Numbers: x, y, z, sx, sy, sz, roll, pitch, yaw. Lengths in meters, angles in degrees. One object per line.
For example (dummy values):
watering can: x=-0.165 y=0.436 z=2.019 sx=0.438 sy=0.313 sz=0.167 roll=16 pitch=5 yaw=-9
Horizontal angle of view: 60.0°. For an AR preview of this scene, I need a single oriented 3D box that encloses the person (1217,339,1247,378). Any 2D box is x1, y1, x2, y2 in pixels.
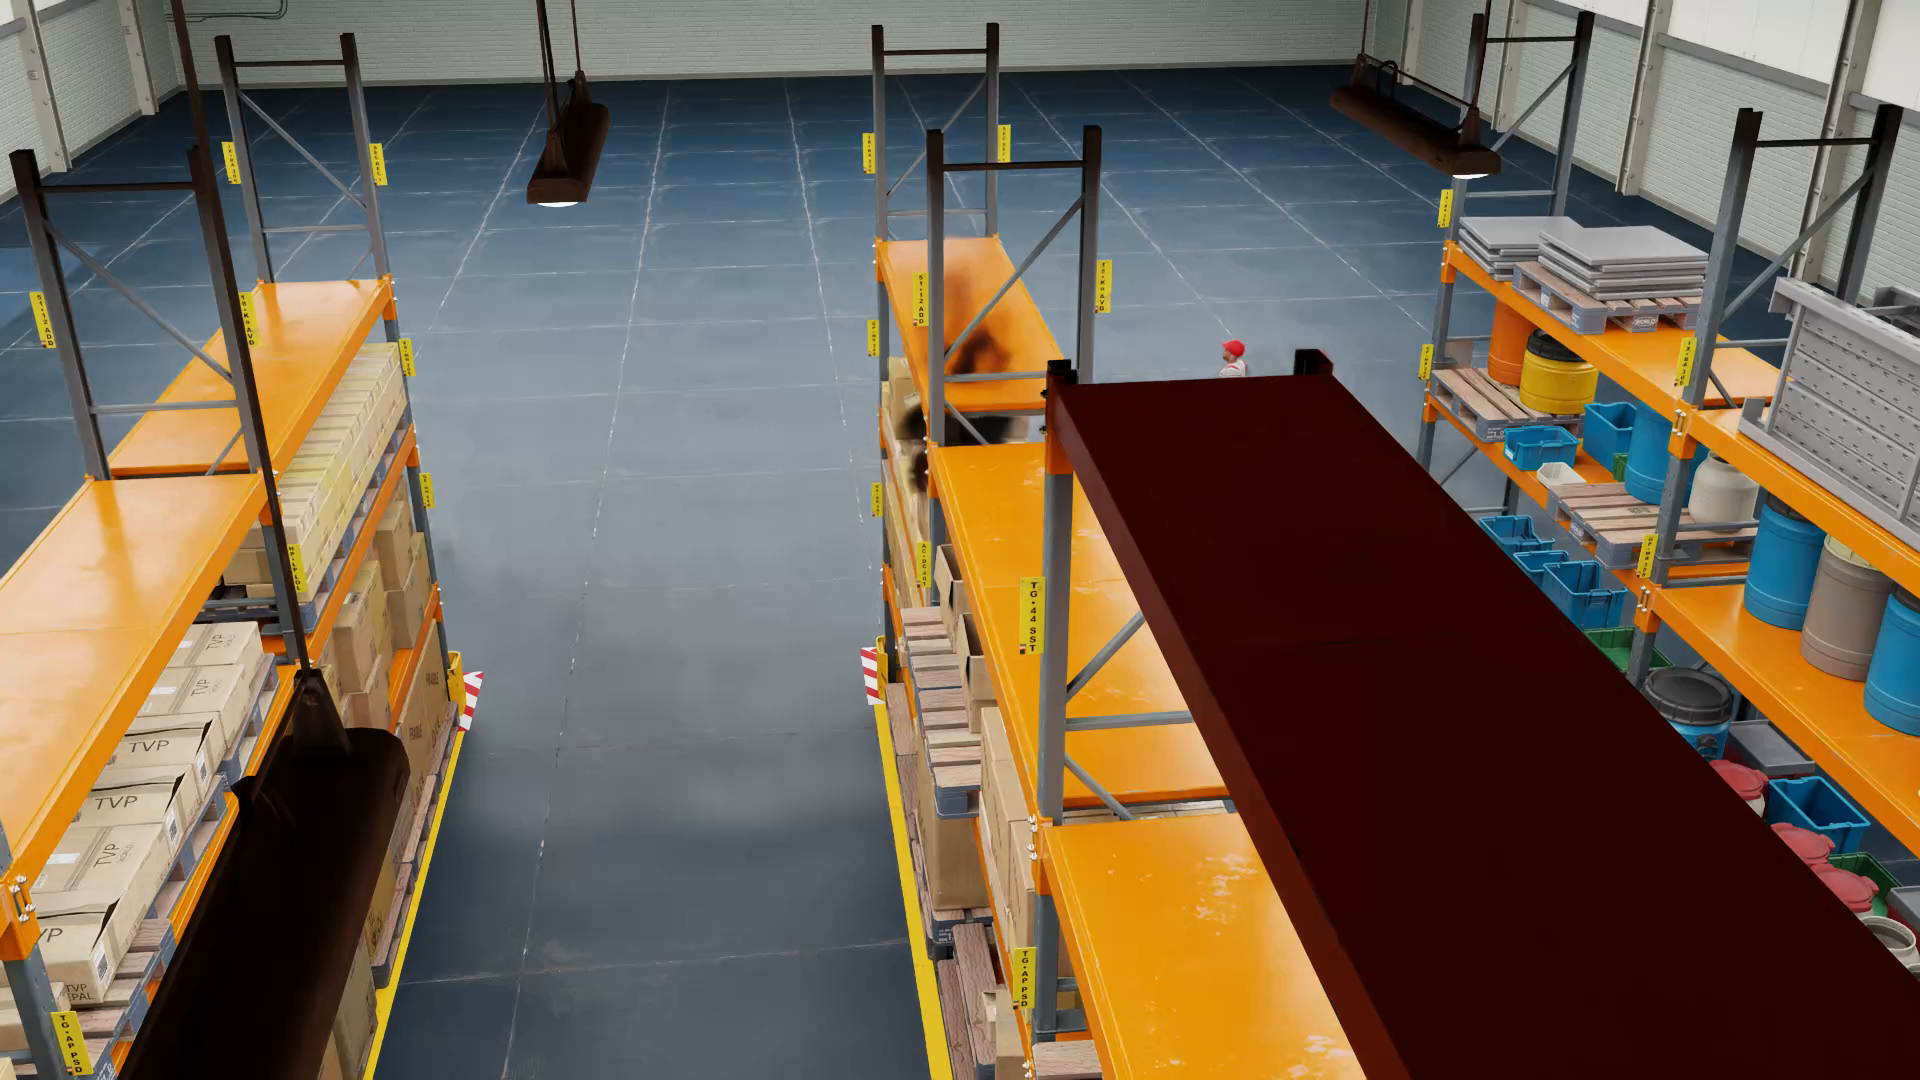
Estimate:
person: x=3.160 y=-1.550 z=19.743 sx=0.594 sy=1.742 sz=0.655 roll=11 pitch=28 yaw=22
